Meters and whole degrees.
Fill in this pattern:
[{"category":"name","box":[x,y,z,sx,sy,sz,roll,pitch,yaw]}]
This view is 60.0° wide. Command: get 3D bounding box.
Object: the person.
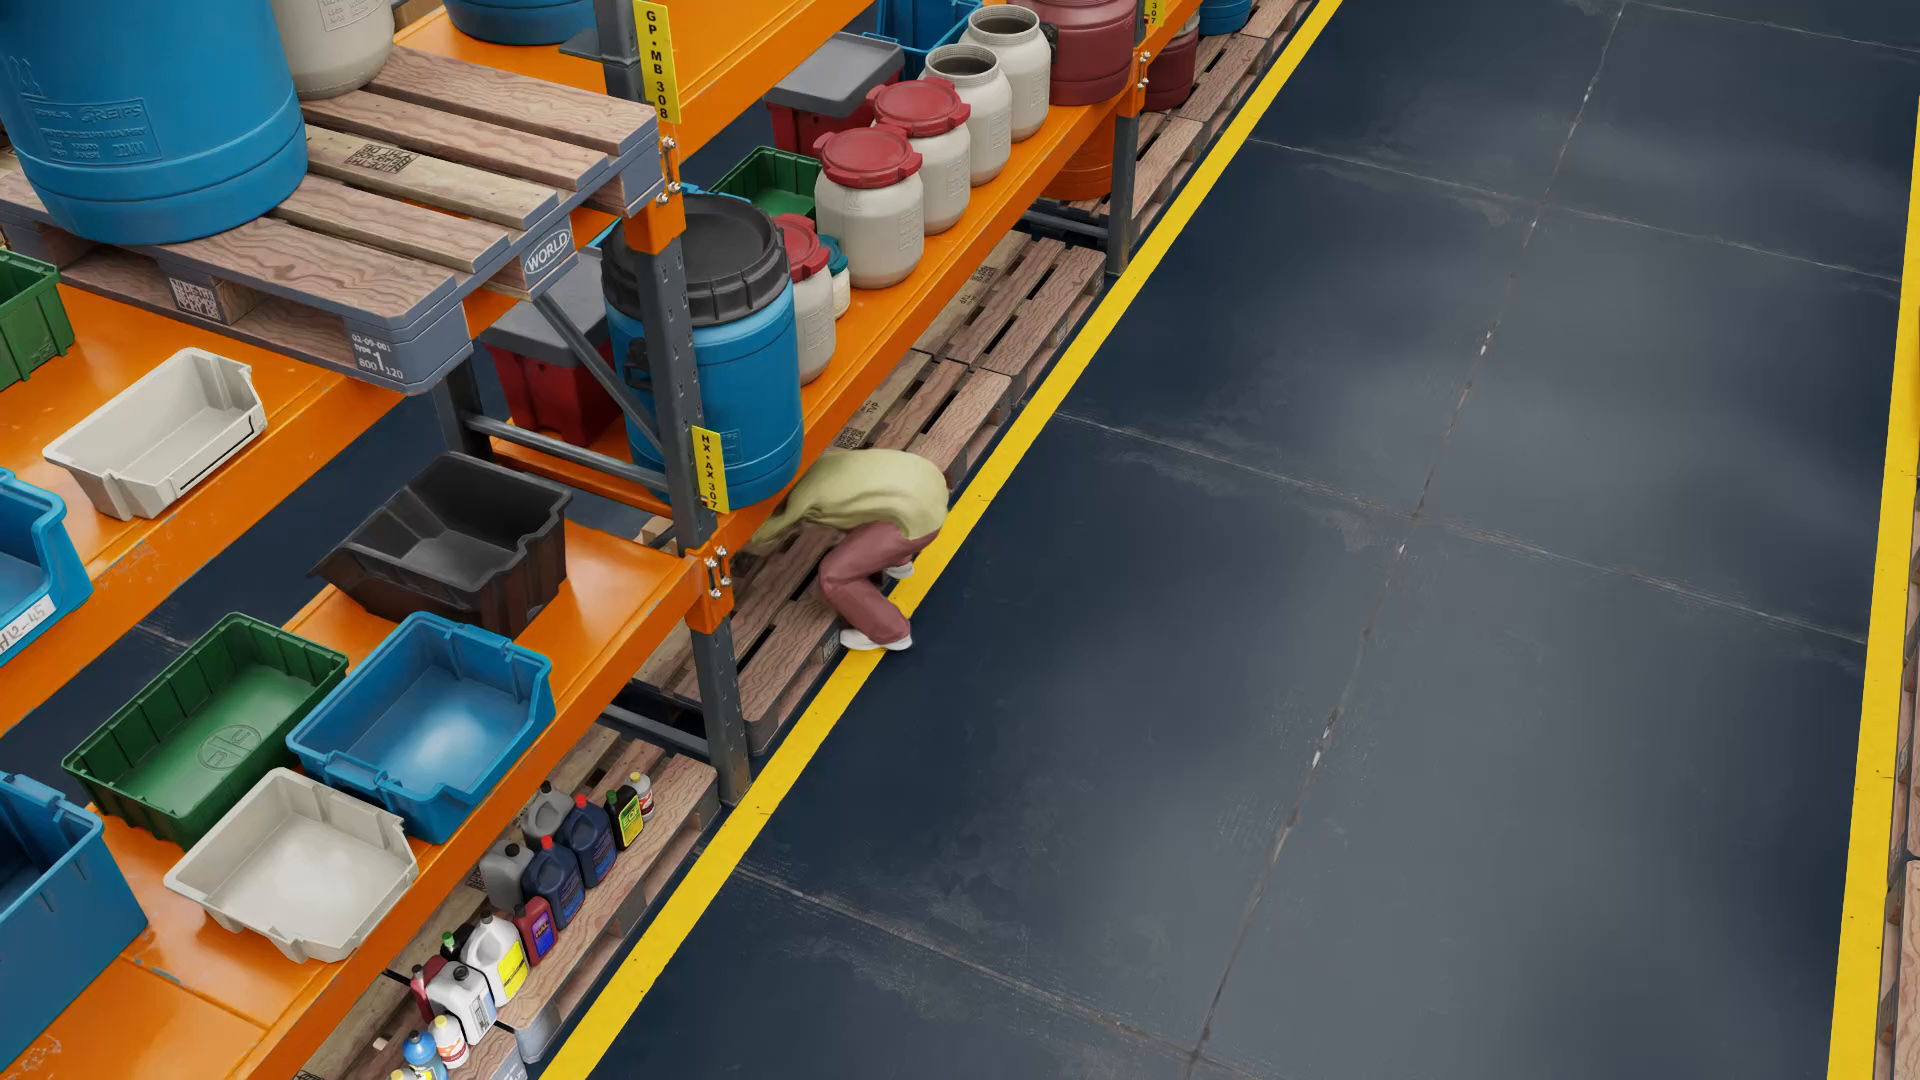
[{"category":"person","box":[-0.606,0.007,6.746,1.132,0.868,0.488,4,42,5]}]
